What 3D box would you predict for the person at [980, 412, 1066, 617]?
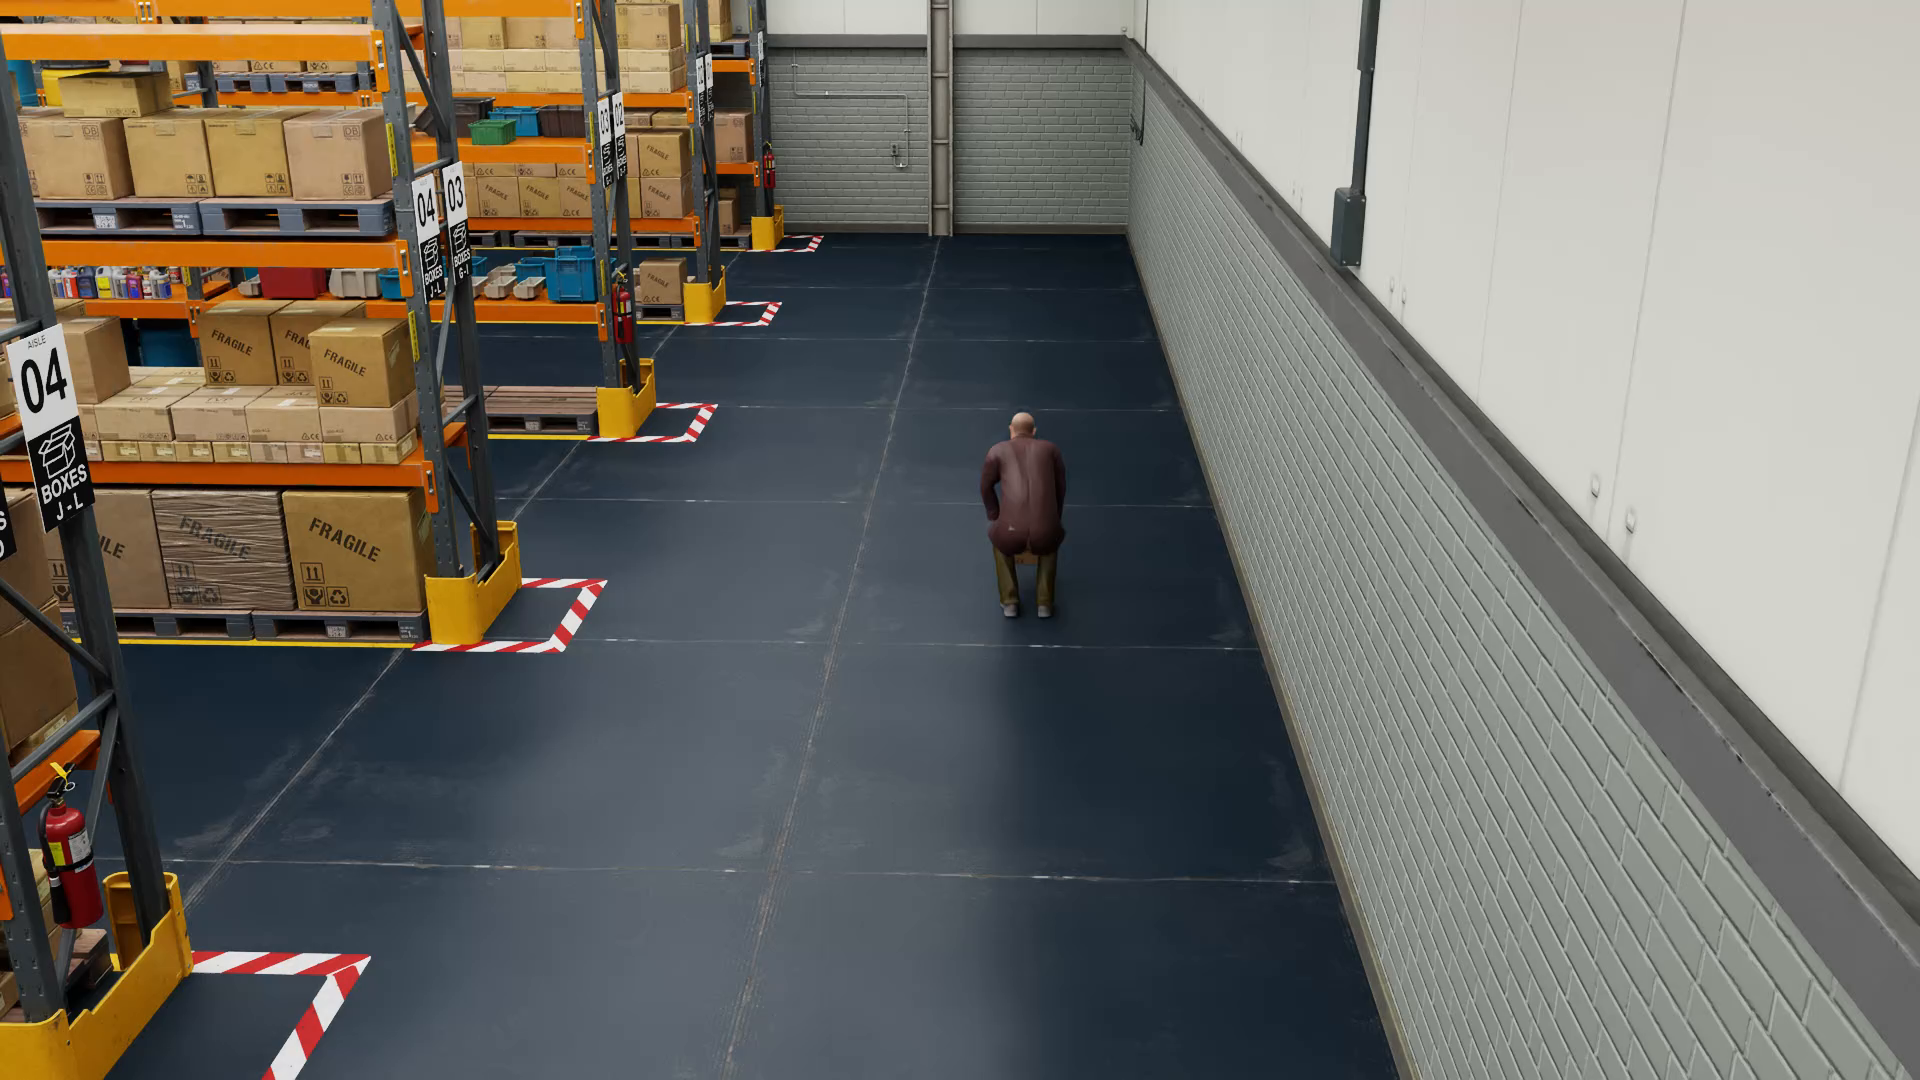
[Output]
[{"bbox_3d":[0.458,-0.107,12.083,0.632,1.294,0.718,1,20,2],"label":"person"}]
